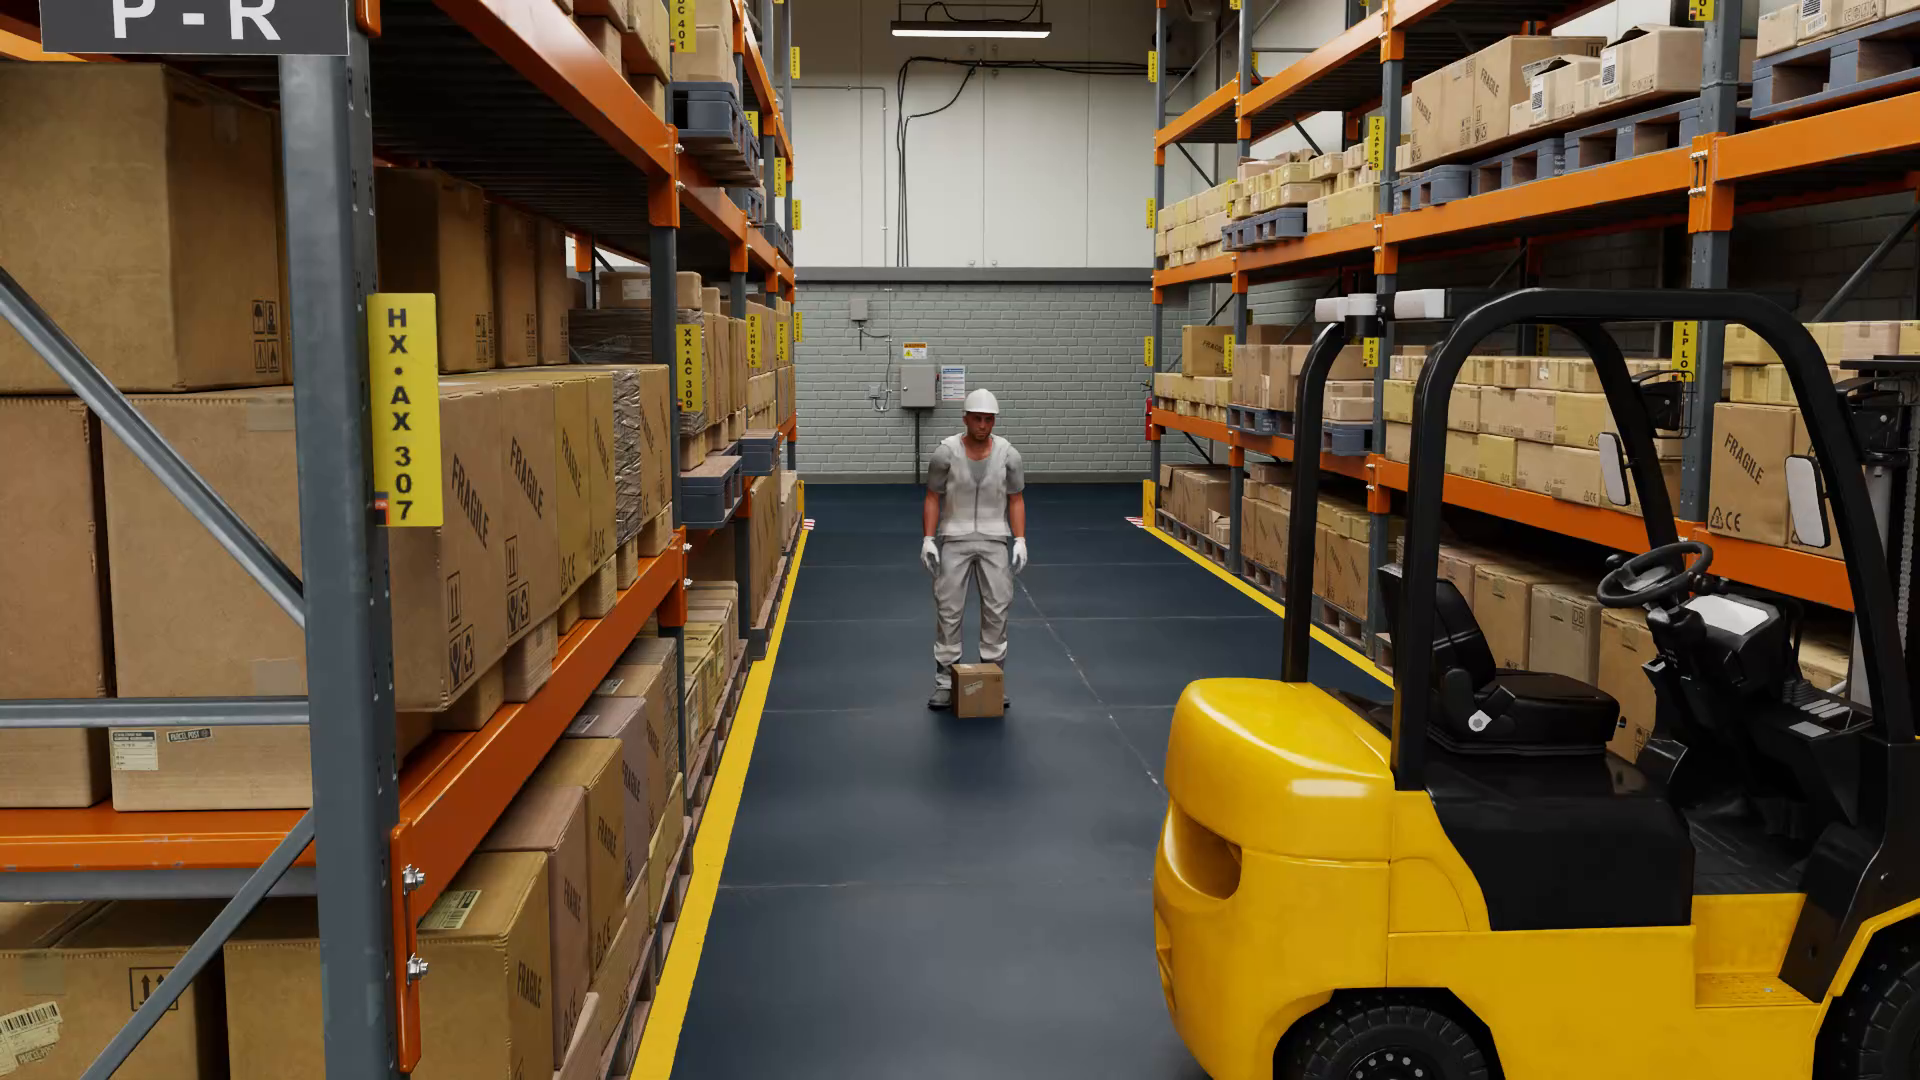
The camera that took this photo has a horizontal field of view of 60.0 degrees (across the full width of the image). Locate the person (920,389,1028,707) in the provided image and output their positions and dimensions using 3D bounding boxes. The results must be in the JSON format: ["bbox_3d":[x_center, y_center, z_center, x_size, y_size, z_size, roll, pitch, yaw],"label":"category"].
[{"bbox_3d":[0.080,0.043,9.313,0.609,1.779,0.449,-1,7,-6],"label":"person"}]
